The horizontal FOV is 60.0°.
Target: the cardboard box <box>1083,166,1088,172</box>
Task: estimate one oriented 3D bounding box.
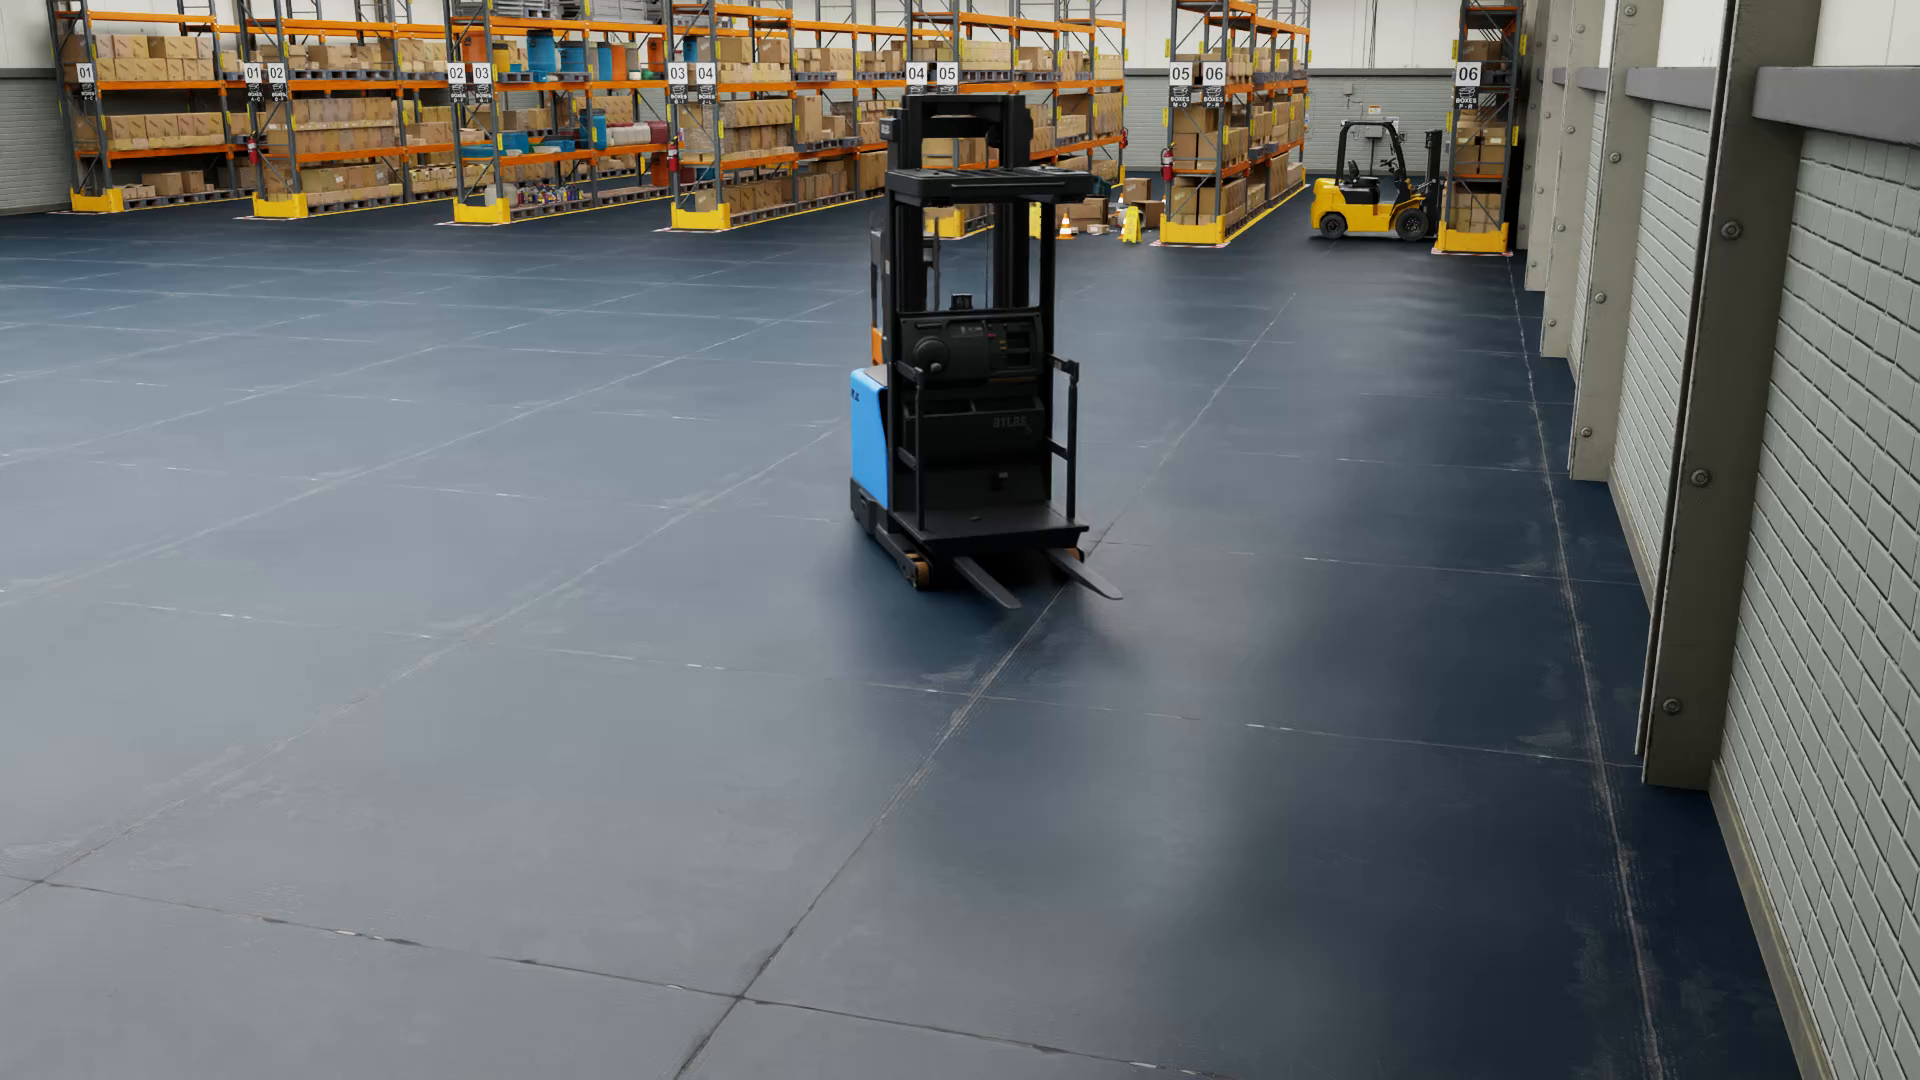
[{"bbox_3d":[2.937,-9.222,42.158,0.500,0.500,0.500,4,16,15],"label":"cardboard box"}]

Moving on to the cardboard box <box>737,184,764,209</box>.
[{"bbox_3d":[-4.503,-7.333,35.497,0.500,0.500,0.500,3,16,11],"label":"cardboard box"}]

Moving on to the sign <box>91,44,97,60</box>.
[{"bbox_3d":[-18.958,-10.681,36.392,0.100,0.325,0.005,5,16,16],"label":"sign"}]

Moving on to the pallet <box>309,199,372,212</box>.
[{"bbox_3d":[-14.202,-7.657,37.937,1.003,0.211,1.213,5,16,16],"label":"pallet"}]

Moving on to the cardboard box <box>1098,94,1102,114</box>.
[{"bbox_3d":[3.400,-11.344,43.267,0.500,0.500,0.500,4,16,14],"label":"cardboard box"}]

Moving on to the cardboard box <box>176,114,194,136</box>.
[{"bbox_3d":[-18.469,-9.795,39.230,0.500,0.500,0.500,4,16,14],"label":"cardboard box"}]

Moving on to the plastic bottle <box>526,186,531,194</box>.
[{"bbox_3d":[-9.645,-7.736,37.154,0.144,0.351,0.185,4,16,15],"label":"plastic bottle"}]

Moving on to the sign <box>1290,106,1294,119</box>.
[{"bbox_3d":[8.203,-10.558,41.079,0.100,0.325,0.005,5,16,16],"label":"sign"}]

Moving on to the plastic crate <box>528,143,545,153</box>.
[{"bbox_3d":[-9.500,-8.703,36.904,0.450,0.188,0.662,5,16,16],"label":"plastic crate"}]

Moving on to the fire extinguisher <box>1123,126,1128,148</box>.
[{"bbox_3d":[4.557,-11.296,46.483,0.296,0.674,0.183,5,16,16],"label":"fire extinguisher"}]

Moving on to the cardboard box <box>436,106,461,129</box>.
[{"bbox_3d":[-15.488,-12.666,49.938,0.980,0.700,0.700,4,16,13],"label":"cardboard box"}]

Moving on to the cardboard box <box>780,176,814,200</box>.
[{"bbox_3d":[-3.746,-8.045,37.972,0.700,0.500,0.500,5,16,16],"label":"cardboard box"}]

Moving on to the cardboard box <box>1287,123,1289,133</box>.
[{"bbox_3d":[7.788,-10.113,40.844,0.500,0.250,0.500,5,16,16],"label":"cardboard box"}]

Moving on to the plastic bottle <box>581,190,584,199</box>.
[{"bbox_3d":[-8.647,-7.884,37.952,0.097,0.201,0.097,0,16,0],"label":"plastic bottle"}]

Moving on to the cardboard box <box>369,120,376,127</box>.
[{"bbox_3d":[-13.681,-9.594,38.284,0.380,0.149,0.250,5,16,16],"label":"cardboard box"}]

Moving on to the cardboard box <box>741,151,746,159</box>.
[{"bbox_3d":[-4.618,-7.903,34.155,0.380,0.149,0.250,5,16,16],"label":"cardboard box"}]

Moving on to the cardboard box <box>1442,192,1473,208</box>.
[{"bbox_3d":[8.862,-6.060,29.635,0.500,0.250,0.500,5,17,18],"label":"cardboard box"}]

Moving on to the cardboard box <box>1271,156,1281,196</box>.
[{"bbox_3d":[7.077,-8.619,39.344,0.875,0.875,0.875,5,17,17],"label":"cardboard box"}]

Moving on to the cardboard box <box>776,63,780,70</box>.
[{"bbox_3d":[-4.062,-10.074,35.397,0.380,0.149,0.250,4,16,13],"label":"cardboard box"}]

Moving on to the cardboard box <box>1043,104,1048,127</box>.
[{"bbox_3d":[1.632,-9.802,38.374,0.700,0.500,0.500,5,16,16],"label":"cardboard box"}]

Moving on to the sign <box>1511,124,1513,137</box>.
[{"bbox_3d":[10.700,-8.014,32.353,0.100,0.325,0.005,5,16,16],"label":"sign"}]

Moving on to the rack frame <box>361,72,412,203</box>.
[{"bbox_3d":[-13.591,-9.523,39.407,1.000,3.000,0.127,5,16,16],"label":"rack frame"}]

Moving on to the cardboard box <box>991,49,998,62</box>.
[{"bbox_3d":[0.451,-9.695,33.295,0.500,0.250,0.500,4,16,15],"label":"cardboard box"}]

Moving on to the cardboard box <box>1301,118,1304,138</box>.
[{"bbox_3d":[8.934,-11.026,44.524,0.500,0.500,0.500,5,17,16],"label":"cardboard box"}]

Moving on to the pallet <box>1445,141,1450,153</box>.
[{"bbox_3d":[11.429,-8.739,36.993,1.213,0.211,1.003,5,16,16],"label":"pallet"}]

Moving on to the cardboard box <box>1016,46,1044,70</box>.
[{"bbox_3d":[1.544,-10.654,36.762,0.500,0.500,0.500,5,16,16],"label":"cardboard box"}]

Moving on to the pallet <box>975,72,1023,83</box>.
[{"bbox_3d":[0.846,-9.938,35.722,0.805,0.209,1.217,4,16,14],"label":"pallet"}]

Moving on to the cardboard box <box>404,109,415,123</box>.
[{"bbox_3d":[-15.958,-12.060,47.586,0.500,0.500,0.500,4,16,15],"label":"cardboard box"}]

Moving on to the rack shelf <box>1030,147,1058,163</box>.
[{"bbox_3d":[1.201,-8.520,37.189,1.077,0.370,4.000,5,16,16],"label":"rack shelf"}]

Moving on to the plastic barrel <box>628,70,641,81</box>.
[{"bbox_3d":[-7.844,-11.210,40.112,0.301,0.262,0.301,0,16,0],"label":"plastic barrel"}]

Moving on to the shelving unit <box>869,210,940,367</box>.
[{"bbox_3d":[-0.399,-1.302,12.071,0.431,2.100,0.503,-3,16,-11],"label":"shelving unit"}]

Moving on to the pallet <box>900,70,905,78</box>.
[{"bbox_3d":[-1.578,-12.461,44.429,1.003,0.211,1.213,5,16,16],"label":"pallet"}]

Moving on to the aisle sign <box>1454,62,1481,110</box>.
[{"bbox_3d":[8.730,-7.811,28.608,0.394,0.787,0.004,5,16,16],"label":"aisle sign"}]

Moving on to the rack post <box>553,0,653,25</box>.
[{"bbox_3d":[-8.366,-12.642,39.044,1.013,1.000,3.121,5,16,16],"label":"rack post"}]

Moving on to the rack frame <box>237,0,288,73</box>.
[{"bbox_3d":[-14.728,-11.363,34.899,1.000,3.000,0.127,5,16,16],"label":"rack frame"}]

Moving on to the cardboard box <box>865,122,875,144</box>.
[{"bbox_3d":[-2.414,-10.090,41.222,0.500,0.500,0.500,4,16,14],"label":"cardboard box"}]

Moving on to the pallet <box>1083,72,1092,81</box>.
[{"bbox_3d":[2.628,-11.635,41.701,1.213,0.211,1.003,5,16,16],"label":"pallet"}]

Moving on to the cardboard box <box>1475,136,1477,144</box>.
[{"bbox_3d":[9.037,-7.160,29.704,0.380,0.149,0.250,5,17,17],"label":"cardboard box"}]

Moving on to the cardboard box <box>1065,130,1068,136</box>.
[{"bbox_3d":[2.391,-9.853,40.262,0.380,0.149,0.250,5,17,18],"label":"cardboard box"}]

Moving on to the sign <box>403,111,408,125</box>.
[{"bbox_3d":[-13.059,-9.935,39.128,0.100,0.325,0.005,5,16,16],"label":"sign"}]

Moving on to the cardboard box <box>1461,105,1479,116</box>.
[{"bbox_3d":[12.764,-10.683,41.850,0.500,0.500,0.500,5,17,17],"label":"cardboard box"}]

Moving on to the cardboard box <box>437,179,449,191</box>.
[{"bbox_3d":[-12.948,-8.758,40.979,0.500,0.250,0.500,4,16,14],"label":"cardboard box"}]

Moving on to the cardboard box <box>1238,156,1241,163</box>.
[{"bbox_3d":[5.322,-7.491,32.703,0.380,0.149,0.250,4,16,15],"label":"cardboard box"}]

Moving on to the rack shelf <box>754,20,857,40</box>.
[{"bbox_3d":[-3.526,-11.625,37.875,1.077,0.370,4.000,5,16,16],"label":"rack shelf"}]

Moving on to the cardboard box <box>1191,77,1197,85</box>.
[{"bbox_3d":[4.103,-8.376,30.327,0.380,0.149,0.250,5,17,16],"label":"cardboard box"}]

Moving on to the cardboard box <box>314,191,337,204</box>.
[{"bbox_3d":[-14.224,-7.610,36.932,0.500,0.250,0.500,5,16,16],"label":"cardboard box"}]

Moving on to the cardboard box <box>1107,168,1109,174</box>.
[{"bbox_3d":[3.795,-9.958,44.849,0.380,0.149,0.250,5,17,19],"label":"cardboard box"}]

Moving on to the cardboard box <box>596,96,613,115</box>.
[{"bbox_3d":[-10.475,-12.651,48.421,0.500,0.500,0.500,5,17,18],"label":"cardboard box"}]

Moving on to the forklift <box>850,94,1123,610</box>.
[{"bbox_3d":[0.147,-1.235,10.313,1.130,2.935,3.031,-5,17,-17],"label":"forklift"}]

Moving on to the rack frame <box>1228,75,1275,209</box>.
[{"bbox_3d":[6.544,-9.032,37.676,1.000,3.000,0.127,5,16,16],"label":"rack frame"}]

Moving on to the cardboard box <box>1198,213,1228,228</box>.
[{"bbox_3d":[4.765,-6.008,31.283,0.500,0.250,0.500,4,16,15],"label":"cardboard box"}]
